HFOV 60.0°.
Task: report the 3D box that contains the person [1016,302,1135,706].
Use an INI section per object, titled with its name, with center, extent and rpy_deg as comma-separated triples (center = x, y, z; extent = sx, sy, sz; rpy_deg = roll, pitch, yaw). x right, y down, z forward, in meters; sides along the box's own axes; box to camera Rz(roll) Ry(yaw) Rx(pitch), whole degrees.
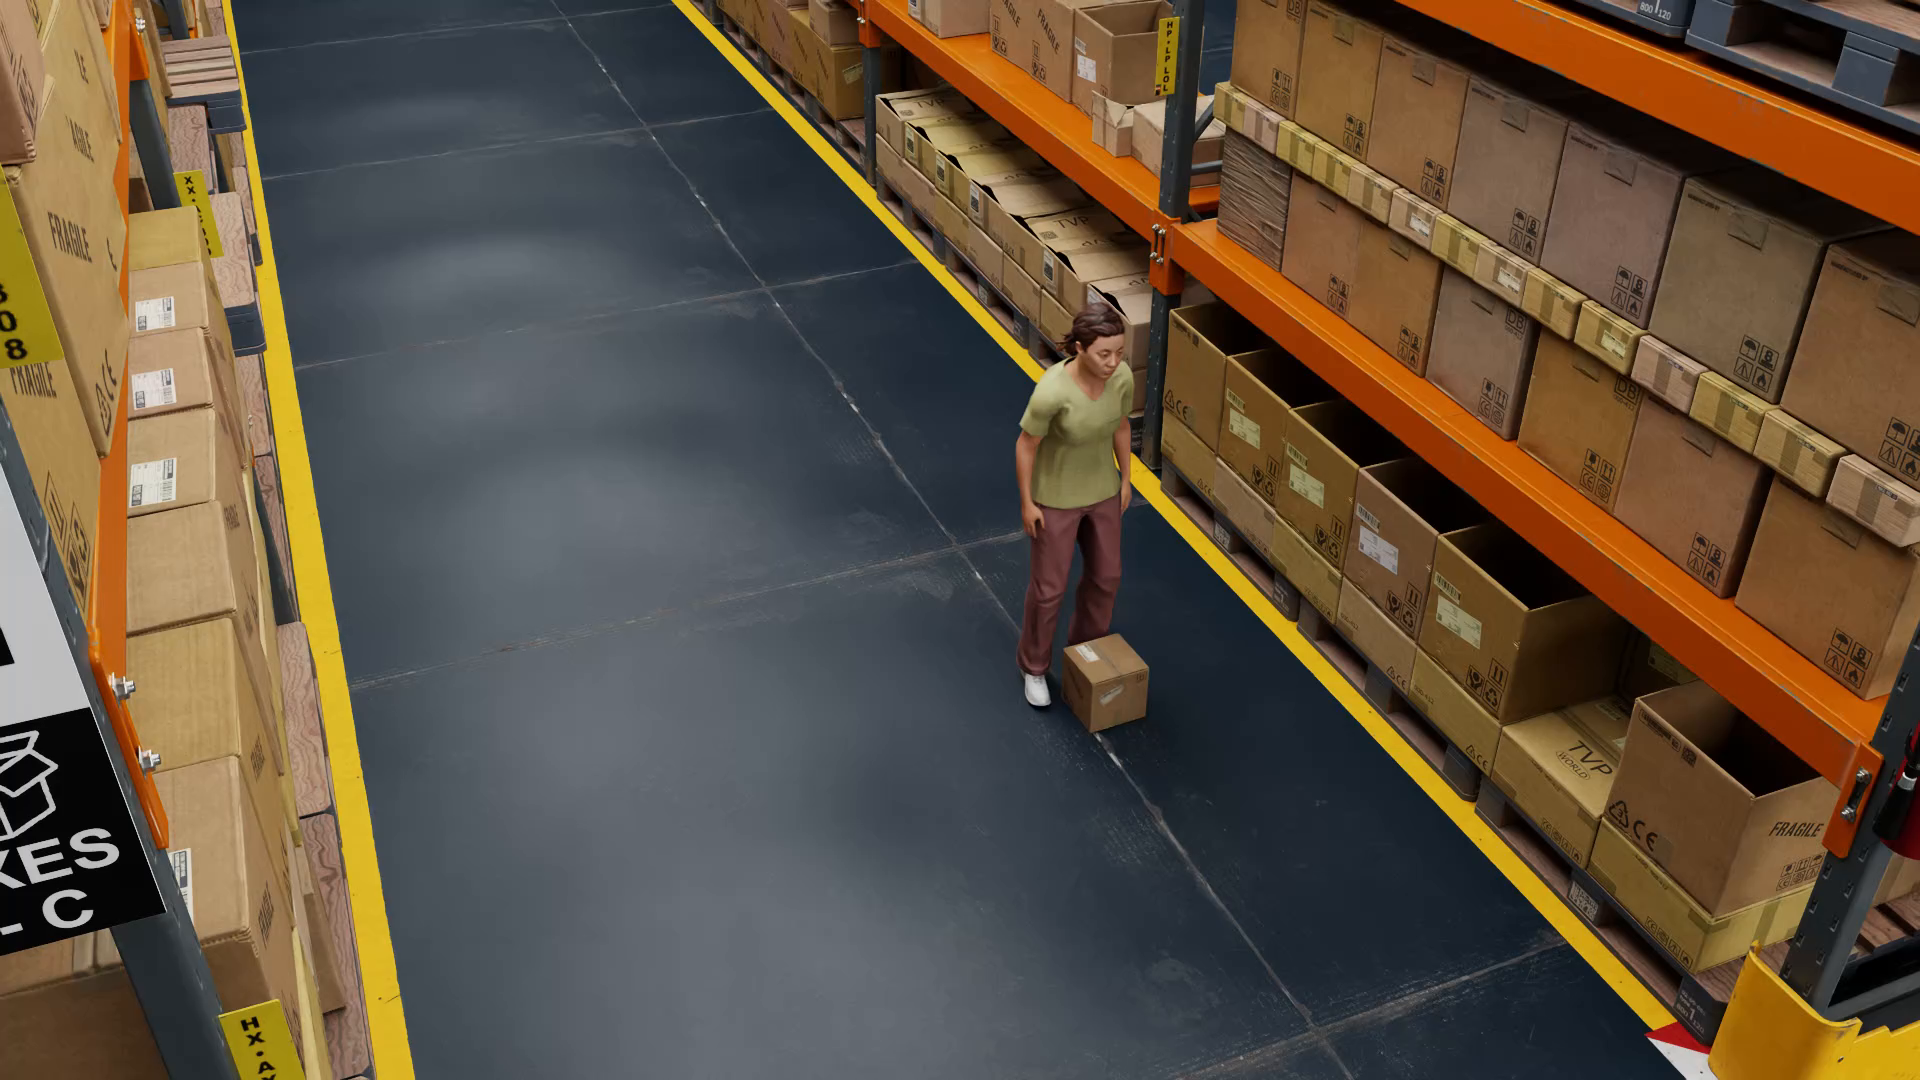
[person]
center = 0.455, -0.151, 6.371
extent = 0.503, 1.671, 0.361
rpy_deg = -15, 36, -21
